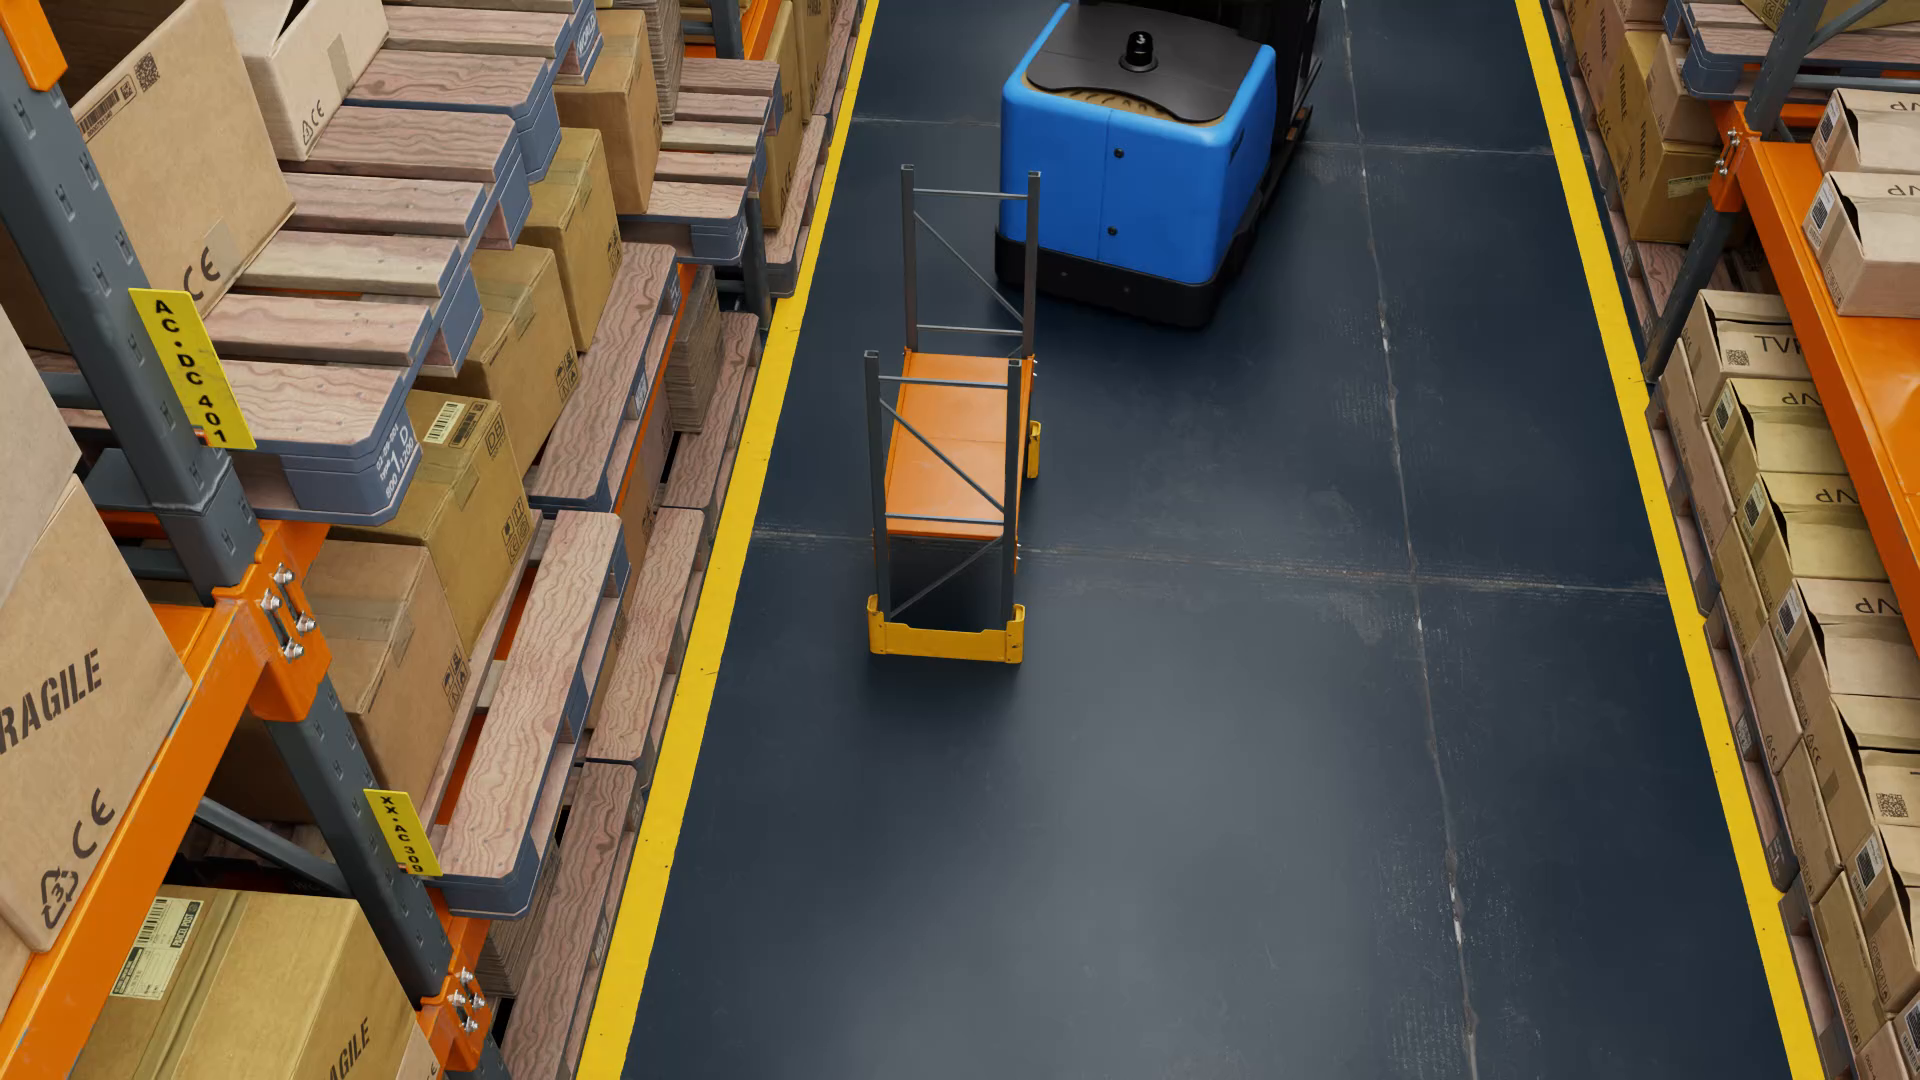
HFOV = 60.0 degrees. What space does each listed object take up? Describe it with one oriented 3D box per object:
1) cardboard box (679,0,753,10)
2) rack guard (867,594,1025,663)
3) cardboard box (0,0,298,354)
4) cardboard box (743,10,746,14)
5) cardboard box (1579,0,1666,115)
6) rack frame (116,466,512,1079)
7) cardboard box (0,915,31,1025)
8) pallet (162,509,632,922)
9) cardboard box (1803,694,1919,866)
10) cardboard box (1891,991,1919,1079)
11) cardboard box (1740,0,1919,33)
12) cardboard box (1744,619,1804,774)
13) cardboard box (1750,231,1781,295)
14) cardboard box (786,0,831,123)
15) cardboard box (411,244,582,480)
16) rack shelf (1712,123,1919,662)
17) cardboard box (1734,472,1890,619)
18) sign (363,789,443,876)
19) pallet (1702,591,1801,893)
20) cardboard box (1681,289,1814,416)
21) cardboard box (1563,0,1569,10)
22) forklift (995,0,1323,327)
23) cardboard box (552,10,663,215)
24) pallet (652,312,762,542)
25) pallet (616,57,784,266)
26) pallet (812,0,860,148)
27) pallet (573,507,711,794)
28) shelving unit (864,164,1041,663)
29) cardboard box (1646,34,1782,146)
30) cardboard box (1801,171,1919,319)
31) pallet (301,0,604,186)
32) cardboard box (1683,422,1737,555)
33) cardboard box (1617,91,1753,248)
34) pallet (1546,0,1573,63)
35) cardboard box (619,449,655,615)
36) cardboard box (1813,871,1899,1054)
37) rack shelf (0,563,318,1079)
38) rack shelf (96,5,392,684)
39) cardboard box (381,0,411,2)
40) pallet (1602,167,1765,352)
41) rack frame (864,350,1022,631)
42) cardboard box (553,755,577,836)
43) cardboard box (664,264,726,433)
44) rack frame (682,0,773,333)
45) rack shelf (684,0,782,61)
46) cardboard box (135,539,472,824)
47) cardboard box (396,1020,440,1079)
[{"bbox_3d":[-1.076,-2.526,6.771,0.500,0.500,0.500,5,48,5],"label":"cardboard box"},{"bbox_3d":[-0.052,0.338,6.298,0.587,0.250,0.087,4,48,4],"label":"rack guard"},{"bbox_3d":[-1.610,-0.690,2.990,0.500,0.500,0.500,10,48,9],"label":"cardboard box"},{"bbox_3d":[-1.083,-2.378,7.075,0.380,0.149,0.250,4,48,4],"label":"cardboard box"},{"bbox_3d":[3.499,-2.489,8.416,0.500,0.500,0.500,2,48,2],"label":"cardboard box"},{"bbox_3d":[-1.740,0.894,3.926,1.000,3.000,0.127,4,48,4],"label":"rack frame"},{"bbox_3d":[-1.598,0.599,2.081,0.500,0.500,0.500,0,48,0],"label":"cardboard box"},{"bbox_3d":[-1.525,0.407,4.501,1.003,0.211,1.213,4,48,4],"label":"pallet"},{"bbox_3d":[3.034,0.755,5.251,0.500,0.311,0.500,4,48,3],"label":"cardboard box"},{"bbox_3d":[2.945,1.504,4.566,0.500,0.311,0.500,4,48,4],"label":"cardboard box"},{"bbox_3d":[3.503,-2.361,6.550,0.700,0.500,0.500,-11,48,-10],"label":"cardboard box"},{"bbox_3d":[3.085,0.565,5.805,0.500,0.250,0.500,5,48,4],"label":"cardboard box"},{"bbox_3d":[3.884,-1.335,7.360,0.500,0.500,0.500,6,48,5],"label":"cardboard box"},{"bbox_3d":[-1.091,-2.637,8.327,0.750,0.750,0.750,4,48,3],"label":"cardboard box"},{"bbox_3d":[-1.572,-0.556,4.886,0.700,0.500,0.500,10,48,9],"label":"cardboard box"},{"bbox_3d":[3.376,-0.003,5.233,1.077,0.370,4.000,4,48,4],"label":"rack shelf"},{"bbox_3d":[3.130,0.008,5.934,0.500,0.311,0.500,3,48,2],"label":"cardboard box"},{"bbox_3d":[-1.199,0.632,3.578,0.100,0.325,0.005,4,48,4],"label":"sign"},{"bbox_3d":[3.331,0.722,5.972,1.003,0.211,1.213,4,48,4],"label":"pallet"},{"bbox_3d":[3.218,-0.753,6.631,0.500,0.311,0.500,5,48,5],"label":"cardboard box"},{"bbox_3d":[3.598,-3.228,9.091,0.500,0.500,0.500,4,48,4],"label":"cardboard box"},{"bbox_3d":[1.190,-3.063,7.591,1.130,2.935,3.031,17,50,15],"label":"forklift"},{"bbox_3d":[-1.432,-1.469,5.721,0.700,0.500,0.500,0,48,0],"label":"cardboard box"},{"bbox_3d":[-1.448,-0.530,7.118,1.003,0.211,1.213,4,48,4],"label":"pallet"},{"bbox_3d":[-1.334,-1.450,6.199,1.213,0.211,1.003,4,48,4],"label":"pallet"},{"bbox_3d":[-1.115,-2.573,8.986,1.003,0.211,1.213,4,48,4],"label":"pallet"},{"bbox_3d":[-1.562,0.364,6.300,1.003,0.211,1.213,4,48,4],"label":"pallet"},{"bbox_3d":[-0.007,-0.450,6.171,0.587,1.500,1.083,4,48,4],"label":"shelving unit"},{"bbox_3d":[3.411,-2.018,7.476,0.500,0.250,0.500,6,48,5],"label":"cardboard box"},{"bbox_3d":[3.284,-1.041,5.756,0.500,0.311,0.500,3,48,3],"label":"cardboard box"},{"bbox_3d":[-1.486,-1.264,3.994,1.213,0.211,1.003,4,48,4],"label":"pallet"},{"bbox_3d":[3.173,-0.194,6.500,0.500,0.250,0.500,3,48,2],"label":"cardboard box"},{"bbox_3d":[3.410,-1.723,7.715,0.500,0.500,0.500,6,48,5],"label":"cardboard box"},{"bbox_3d":[3.886,-3.113,9.480,1.003,0.211,1.213,4,48,4],"label":"pallet"},{"bbox_3d":[-1.569,-0.080,6.212,0.700,0.500,0.500,4,48,3],"label":"cardboard box"},{"bbox_3d":[2.991,1.315,5.120,0.500,0.250,0.500,3,48,3],"label":"cardboard box"},{"bbox_3d":[-1.922,1.594,1.740,1.077,0.370,4.000,4,48,4],"label":"rack shelf"},{"bbox_3d":[-1.557,-1.345,4.428,1.077,0.370,4.000,4,48,4],"label":"rack shelf"},{"bbox_3d":[-1.498,-1.597,3.818,0.500,0.500,0.500,2,48,2],"label":"cardboard box"},{"bbox_3d":[3.664,-1.320,7.840,1.003,0.211,1.213,4,48,4],"label":"pallet"},{"bbox_3d":[-0.054,-0.070,5.824,0.500,1.500,0.032,4,48,4],"label":"rack frame"},{"bbox_3d":[-1.692,0.664,5.532,0.700,0.500,0.500,3,48,3],"label":"cardboard box"},{"bbox_3d":[-1.389,-0.818,6.887,0.700,0.500,0.500,4,48,4],"label":"cardboard box"},{"bbox_3d":[-1.375,-2.046,6.614,1.000,3.000,0.127,4,48,4],"label":"rack frame"},{"bbox_3d":[-1.193,-3.272,8.224,1.077,0.370,4.000,4,48,4],"label":"rack shelf"},{"bbox_3d":[-1.659,0.340,4.066,0.700,0.500,0.500,4,48,4],"label":"cardboard box"},{"bbox_3d":[-1.481,1.306,3.637,0.500,0.250,0.500,4,48,4],"label":"cardboard box"}]
